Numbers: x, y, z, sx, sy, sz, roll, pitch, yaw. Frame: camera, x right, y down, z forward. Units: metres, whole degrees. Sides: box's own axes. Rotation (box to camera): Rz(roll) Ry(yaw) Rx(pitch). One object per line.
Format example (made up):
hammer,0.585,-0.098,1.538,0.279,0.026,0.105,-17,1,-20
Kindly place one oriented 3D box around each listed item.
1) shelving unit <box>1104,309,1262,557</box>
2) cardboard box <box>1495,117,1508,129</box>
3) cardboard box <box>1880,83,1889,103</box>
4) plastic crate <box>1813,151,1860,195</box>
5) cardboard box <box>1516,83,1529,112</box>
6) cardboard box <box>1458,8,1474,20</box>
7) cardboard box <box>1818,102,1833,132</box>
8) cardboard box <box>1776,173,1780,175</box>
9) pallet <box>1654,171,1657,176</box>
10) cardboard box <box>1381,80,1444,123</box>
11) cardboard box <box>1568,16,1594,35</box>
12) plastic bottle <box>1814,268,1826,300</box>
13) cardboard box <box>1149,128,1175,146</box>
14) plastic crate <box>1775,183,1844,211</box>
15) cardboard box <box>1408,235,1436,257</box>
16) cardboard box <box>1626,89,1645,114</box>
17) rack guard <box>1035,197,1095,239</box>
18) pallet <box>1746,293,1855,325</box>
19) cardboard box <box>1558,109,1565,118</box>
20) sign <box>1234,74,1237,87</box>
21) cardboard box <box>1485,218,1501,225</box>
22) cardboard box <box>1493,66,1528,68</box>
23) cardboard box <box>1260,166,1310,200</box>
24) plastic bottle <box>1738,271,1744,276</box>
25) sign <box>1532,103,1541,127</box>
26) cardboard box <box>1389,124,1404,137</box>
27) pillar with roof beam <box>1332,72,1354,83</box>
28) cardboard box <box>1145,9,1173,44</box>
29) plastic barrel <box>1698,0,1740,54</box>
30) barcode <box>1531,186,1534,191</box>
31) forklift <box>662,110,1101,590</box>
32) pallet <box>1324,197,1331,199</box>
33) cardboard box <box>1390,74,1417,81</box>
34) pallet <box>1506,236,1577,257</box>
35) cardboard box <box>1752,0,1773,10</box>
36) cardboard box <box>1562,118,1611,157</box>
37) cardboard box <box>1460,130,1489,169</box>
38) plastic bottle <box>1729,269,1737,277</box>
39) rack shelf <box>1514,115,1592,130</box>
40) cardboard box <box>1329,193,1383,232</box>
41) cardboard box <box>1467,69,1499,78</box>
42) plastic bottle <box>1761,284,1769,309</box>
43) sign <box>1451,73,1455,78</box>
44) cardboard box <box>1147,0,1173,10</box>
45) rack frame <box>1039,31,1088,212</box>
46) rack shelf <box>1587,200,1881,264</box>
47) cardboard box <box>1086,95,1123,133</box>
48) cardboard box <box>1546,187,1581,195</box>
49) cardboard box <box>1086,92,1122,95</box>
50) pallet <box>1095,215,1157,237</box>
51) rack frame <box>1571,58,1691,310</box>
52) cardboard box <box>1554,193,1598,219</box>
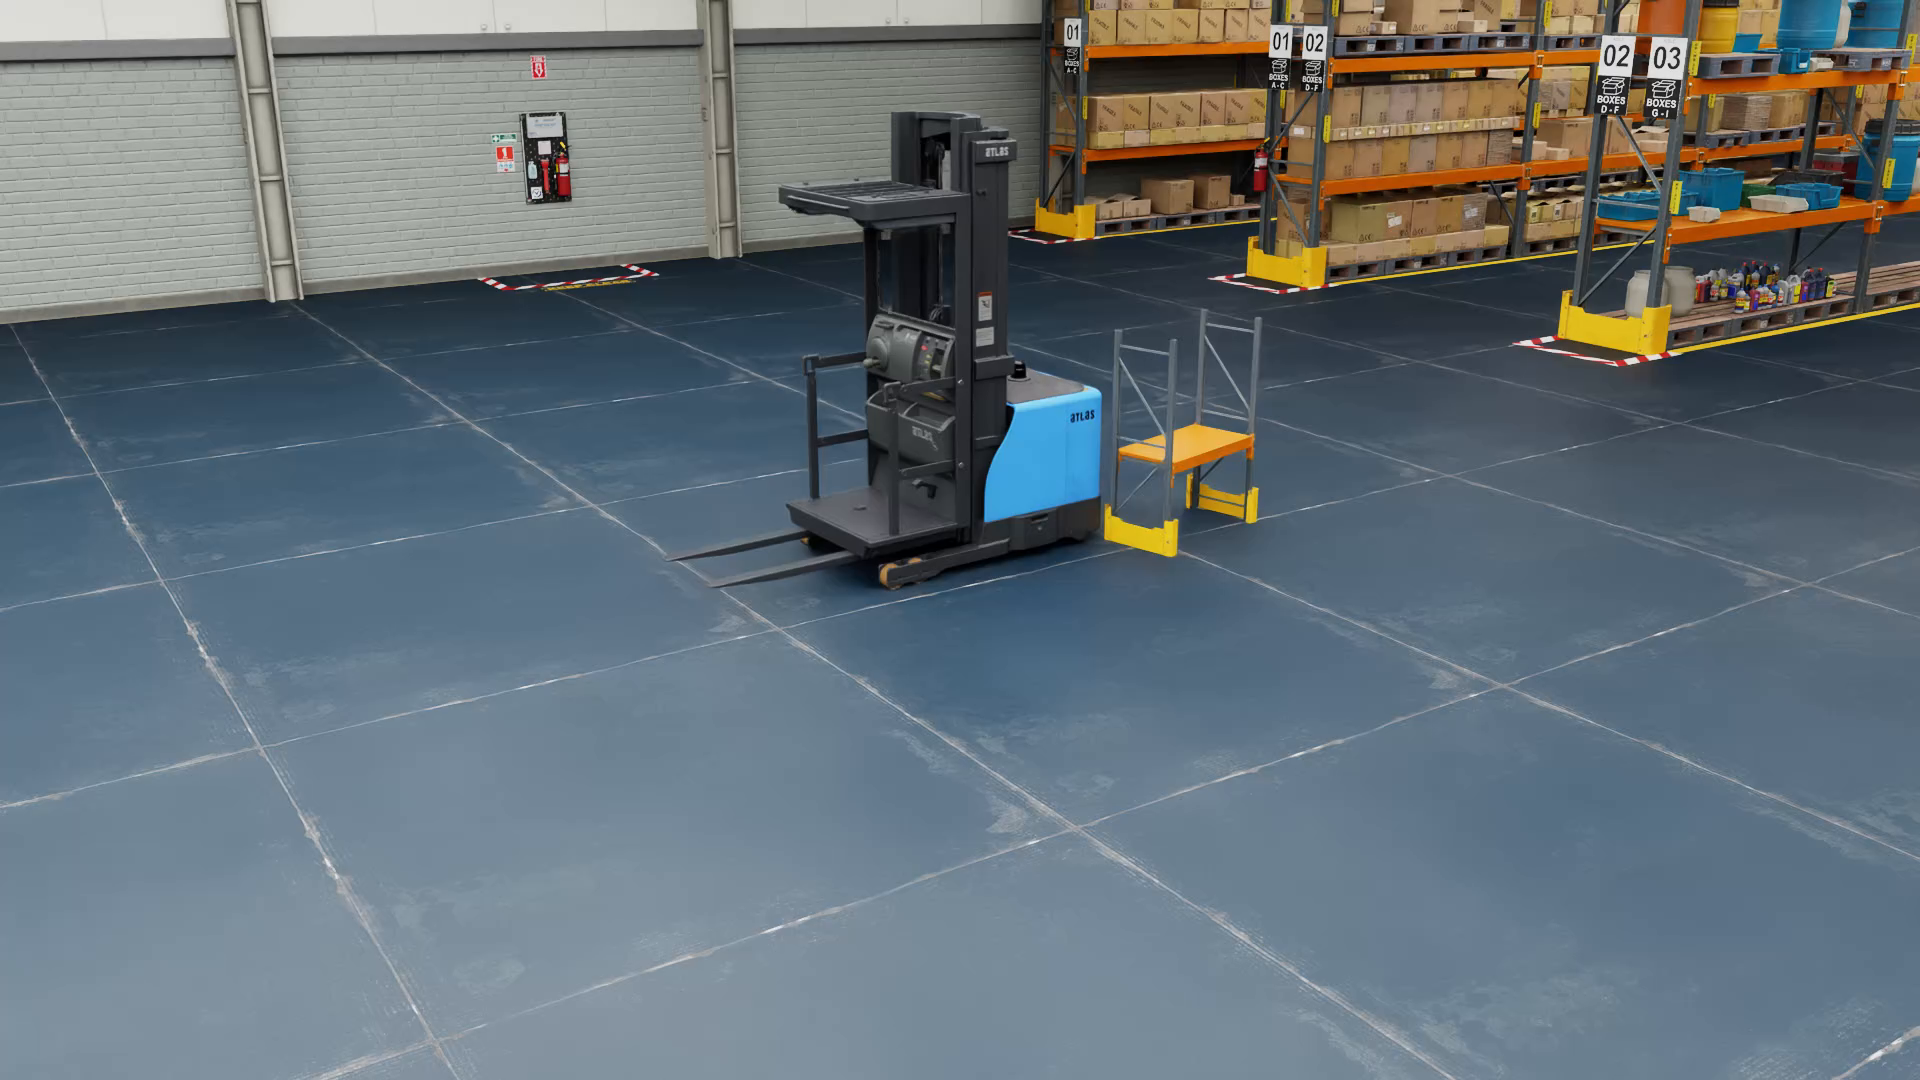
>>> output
shelving unit,1.593,-0.783,11.720,0.587,1.500,1.083,16,25,40
cardboard box,7.310,-5.751,22.904,0.250,0.149,0.380,-12,22,-33
cardboard box,15.287,-7.574,27.747,0.500,0.500,0.500,-13,22,-33
plastic crate,10.584,-4.417,20.026,0.583,0.464,0.402,-12,22,-31
cardboard box,10.074,-8.059,30.249,0.500,0.500,0.500,-11,22,-30
cardboard box,6.610,-7.076,22.572,0.500,0.311,0.500,-13,23,-34
cardboard box,14.584,-7.158,28.078,0.500,0.500,0.500,-11,22,-31
cardboard box,13.636,-5.730,27.226,0.500,0.500,0.500,-12,22,-31
pallet,14.297,-7.500,33.600,1.213,0.211,1.003,-12,22,-31
cardboard box,6.002,-5.862,22.218,0.500,0.500,0.700,-12,22,-31
cardboard box,8.604,-7.297,23.541,0.500,0.250,0.500,-15,24,-37
plastic bottle,9.968,-2.982,19.332,0.185,0.351,0.144,-13,22,-33
cardboard box,2.995,-6.288,25.862,0.500,0.250,0.500,-12,22,-32
plastic crate,9.573,-3.881,18.774,0.616,0.251,0.499,-12,22,-31
cardboard box,6.110,-4.035,22.635,0.500,0.250,0.500,-12,22,-31
cardboard box,12.655,-8.639,32.146,0.700,0.700,0.980,-13,22,-33
rack guard,1.622,-4.994,25.736,0.348,0.500,1.175,-12,22,-31
pallet,9.764,-2.791,19.671,1.213,0.211,1.003,-12,22,-31
cardboard box,11.015,-7.949,30.936,0.250,0.149,0.380,-11,22,-30
sign,4.591,-7.566,27.632,0.005,0.325,0.100,-12,22,-31
cardboard box,7.814,-4.592,24.281,0.500,0.250,0.500,-12,22,-32
cardboard box,10.204,-8.636,30.785,0.500,0.250,0.500,-13,23,-33
cardboard box,5.505,-6.028,28.107,0.500,0.500,0.700,-11,22,-30
plastic bottle,9.186,-3.035,19.611,0.097,0.271,0.097,0,19,0
sign,7.933,-5.844,22.873,0.005,0.325,0.100,-12,22,-31
cardboard box,5.593,-5.389,21.832,0.250,0.149,0.380,-13,23,-33
pillar with roof beam,9.046,-9.267,25.104,0.400,9.000,9.100,-12,22,-31
cardboard box,2.875,-7.812,25.298,0.500,0.500,0.500,-11,21,-29
plastic barrel,7.889,-5.459,17.574,0.600,0.588,0.600,0,19,0
barcode,8.069,-4.958,23.442,0.075,0.075,0.001,-12,22,-31
forklift,-0.500,-1.258,10.890,3.031,2.935,1.130,-13,23,-34
pallet,6.568,-5.902,28.873,1.213,0.211,1.003,-12,22,-31
cardboard box,7.708,-8.007,28.891,0.250,0.149,0.380,-17,25,-40
pallet,8.221,-4.364,24.324,1.213,0.211,1.003,-12,22,-31
cardboard box,12.187,-8.446,25.644,0.500,0.500,0.500,-12,22,-31
cardboard box,9.135,-5.904,24.369,0.500,0.500,0.500,-12,22,-31
cardboard box,6.823,-5.418,22.931,0.500,0.500,0.700,-12,22,-32
plastic bottle,9.127,-3.059,19.663,0.133,0.283,0.061,-11,21,-29
rack shelf,9.910,-7.585,30.621,4.000,0.370,1.077,-12,22,-31
cardboard box,5.397,-4.446,22.679,0.500,0.500,0.500,-12,22,-31
cardboard box,9.209,-8.233,29.590,0.500,0.250,0.500,-12,22,-32
plastic bottle,9.063,-2.745,18.753,0.097,0.271,0.097,0,19,0
sign,8.546,-7.941,28.867,0.005,0.325,0.100,-12,22,-31
cardboard box,2.882,-8.287,25.142,0.500,0.500,0.500,-11,22,-30
rack frame,1.558,-6.165,25.296,0.127,3.000,1.000,-12,22,-31
rack shelf,8.677,-3.526,18.615,4.000,0.370,1.077,-12,22,-31
cardboard box,2.122,-6.462,25.208,0.500,0.500,0.500,-12,22,-31
cardboard box,9.078,-5.123,24.977,0.500,0.311,0.500,-12,22,-32
cardboard box,2.261,-6.684,25.865,0.500,0.500,0.500,-12,22,-31
pallet,2.320,-4.991,26.178,1.213,0.211,1.003,-12,22,-31
rack frame,7.007,-3.515,17.458,0.127,3.000,1.000,-12,22,-31
cardboard box,8.961,-4.891,24.292,0.500,0.311,0.500,-13,22,-33
